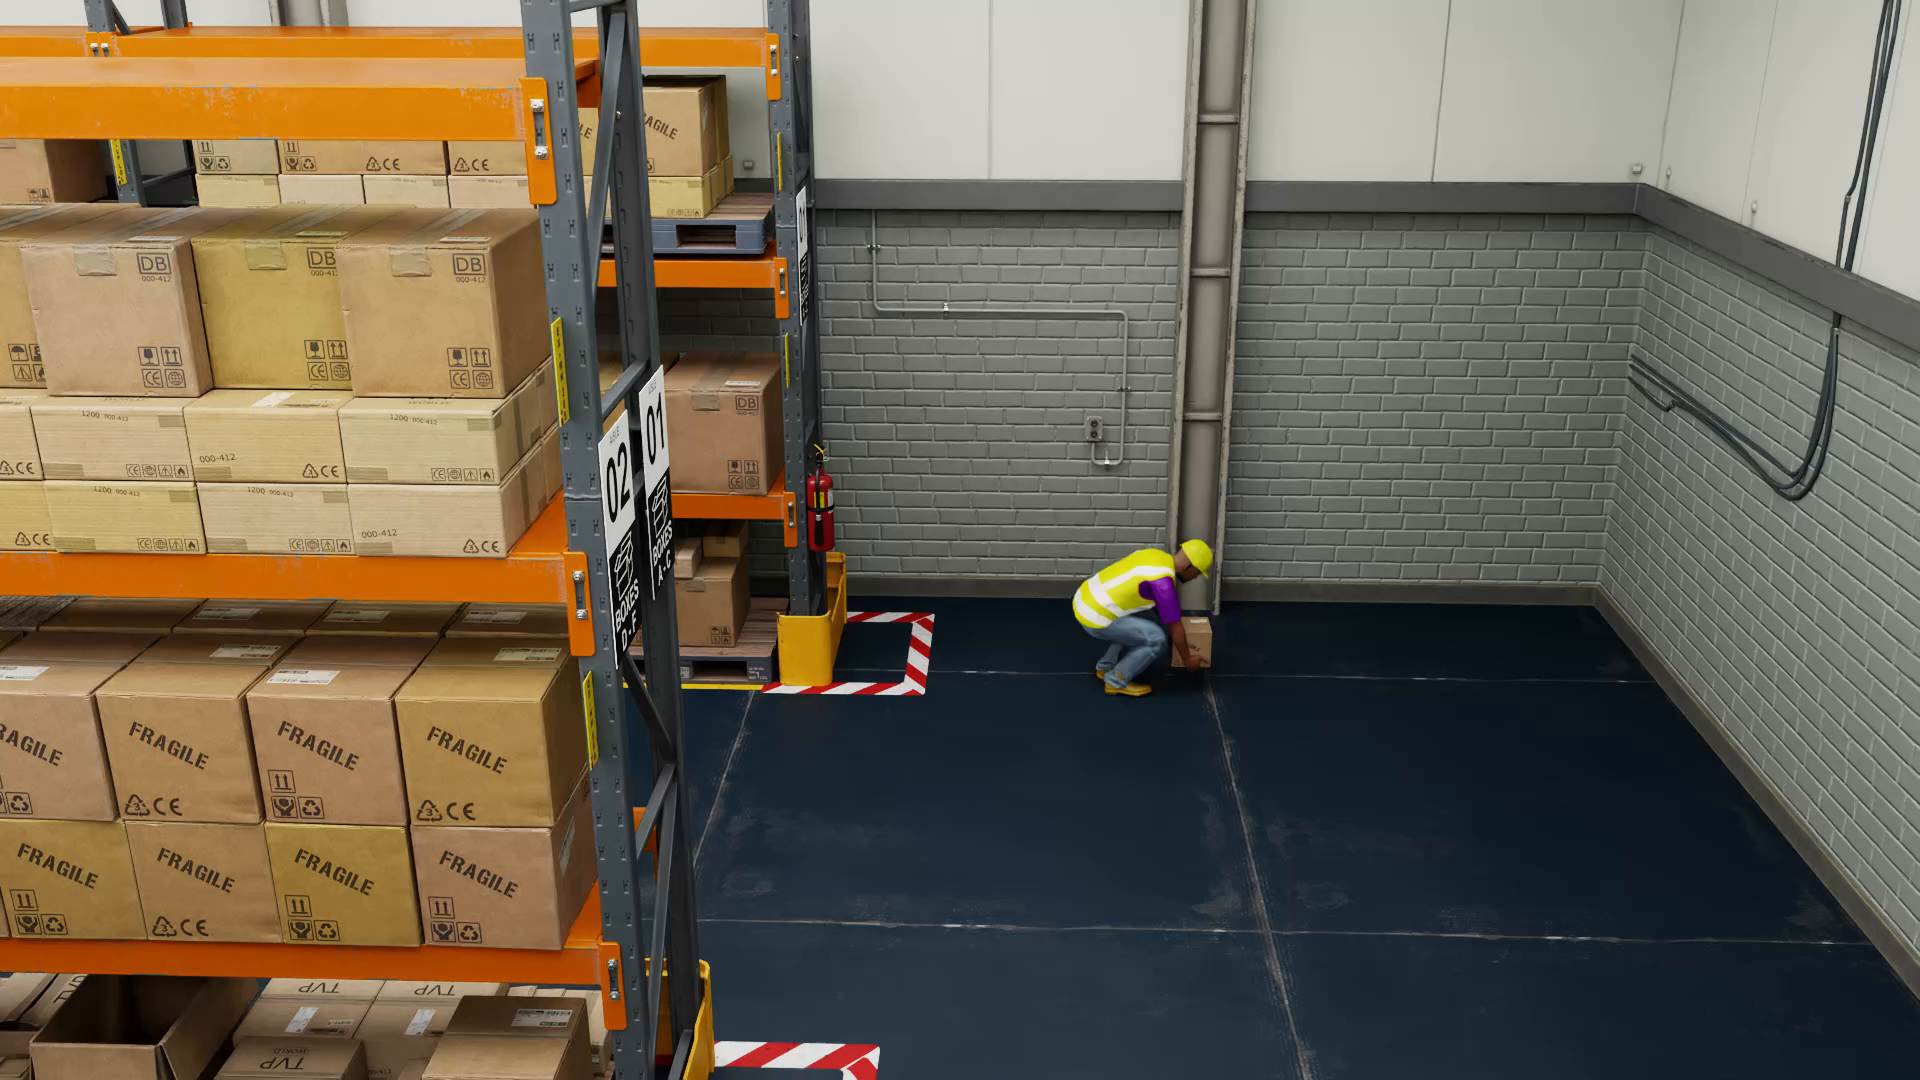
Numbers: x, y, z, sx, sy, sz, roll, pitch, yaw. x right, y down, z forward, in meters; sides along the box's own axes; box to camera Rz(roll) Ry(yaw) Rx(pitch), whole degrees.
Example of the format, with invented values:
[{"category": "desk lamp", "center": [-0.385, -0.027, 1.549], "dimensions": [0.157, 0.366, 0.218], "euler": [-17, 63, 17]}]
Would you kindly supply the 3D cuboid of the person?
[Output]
[{"category": "person", "center": [1.182, 0.482, 10.841], "dimensions": [0.897, 1.017, 0.537], "euler": [0, 21, 0]}]
